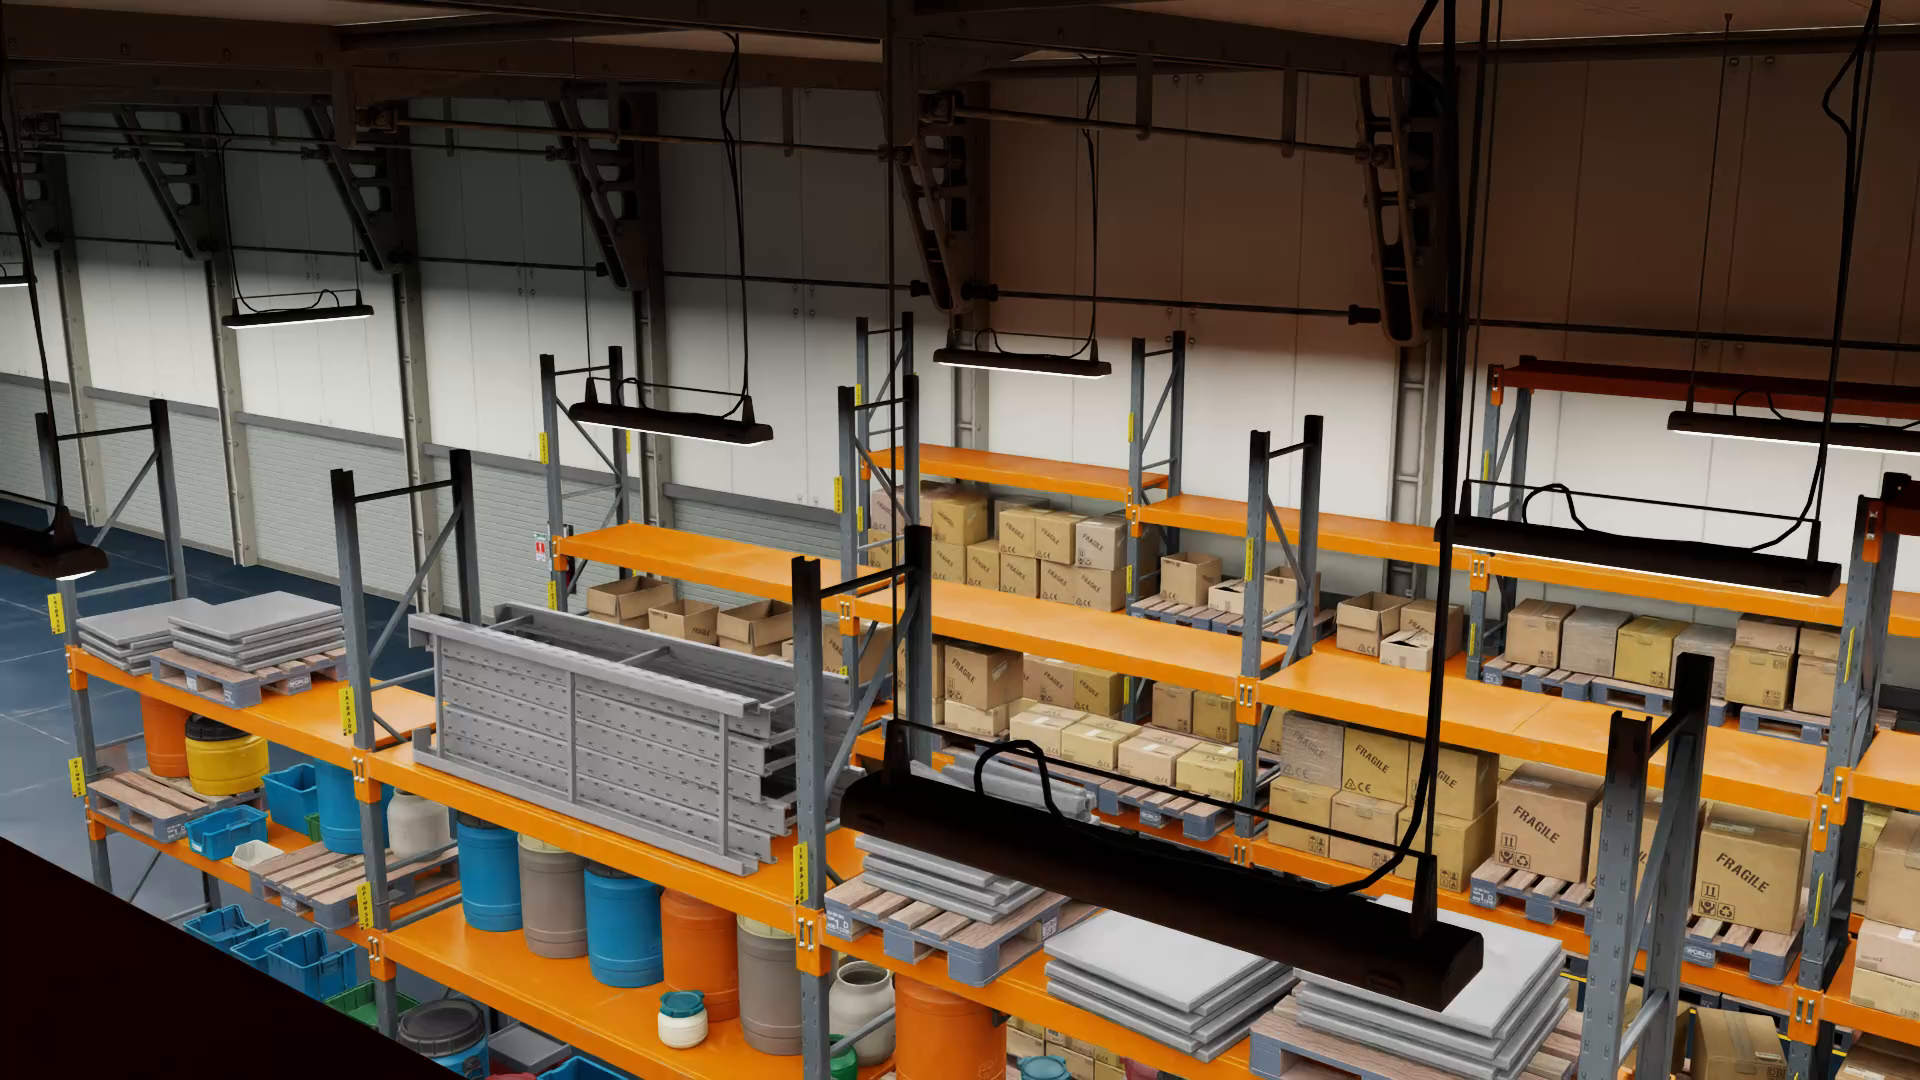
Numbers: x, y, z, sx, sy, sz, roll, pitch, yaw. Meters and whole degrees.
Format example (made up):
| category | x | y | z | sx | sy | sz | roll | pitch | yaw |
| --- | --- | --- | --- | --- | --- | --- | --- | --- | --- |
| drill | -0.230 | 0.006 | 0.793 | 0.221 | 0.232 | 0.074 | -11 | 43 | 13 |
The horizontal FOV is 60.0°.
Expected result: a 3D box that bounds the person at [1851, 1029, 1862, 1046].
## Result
| category | x | y | z | sx | sy | sz | roll | pitch | yaw |
| --- | --- | --- | --- | --- | --- | --- | --- | --- | --- |
| person | 7.717 | 4.054 | 13.857 | 0.636 | 1.779 | 0.558 | -2 | 13 | -7 |
